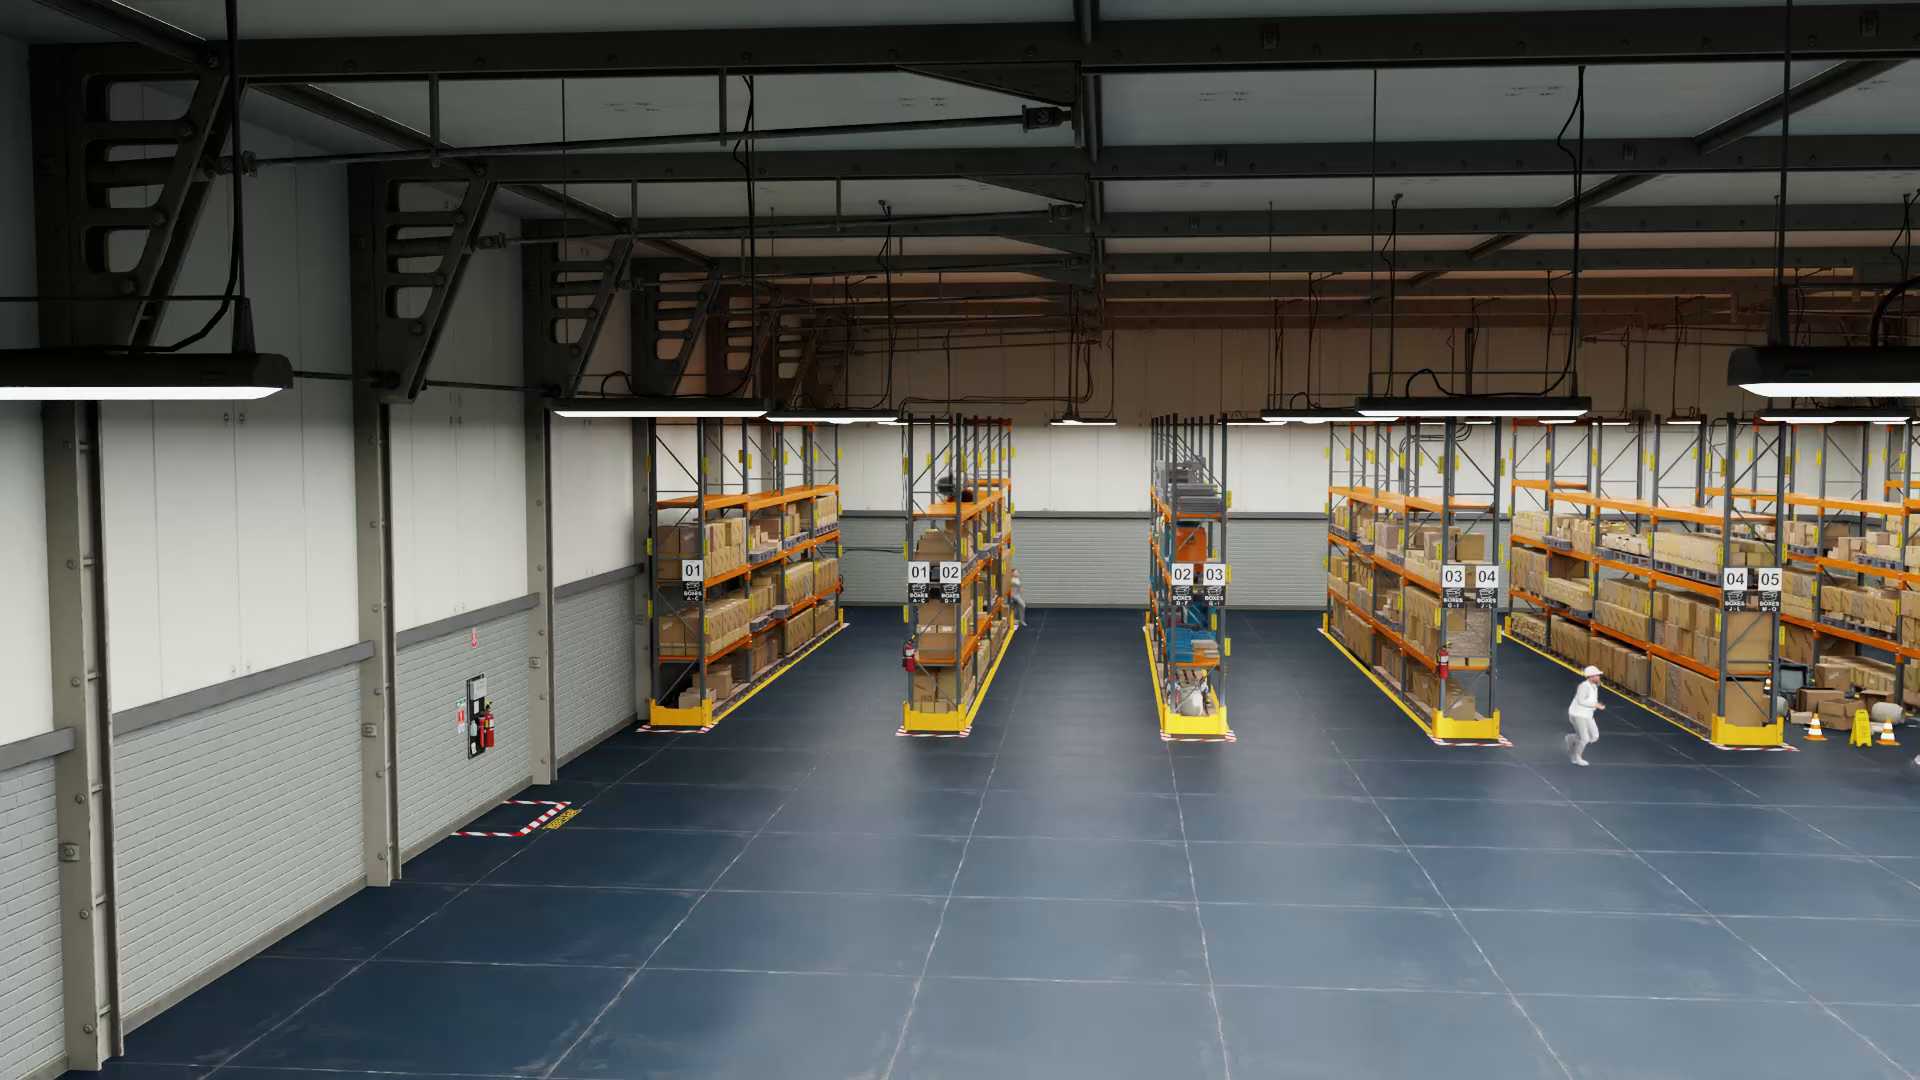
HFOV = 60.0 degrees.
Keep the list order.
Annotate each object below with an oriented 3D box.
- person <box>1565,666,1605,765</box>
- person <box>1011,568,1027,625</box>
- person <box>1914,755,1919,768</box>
[{"bbox_3d":[10.621,2.977,28.228,0.718,1.710,0.639,4,5,45],"label":"person"},{"bbox_3d":[1.601,1.656,48.377,0.692,1.675,0.640,2,4,24],"label":"person"},{"bbox_3d":[15.747,3.108,26.560,0.706,1.756,0.936,-3,5,-38],"label":"person"}]
